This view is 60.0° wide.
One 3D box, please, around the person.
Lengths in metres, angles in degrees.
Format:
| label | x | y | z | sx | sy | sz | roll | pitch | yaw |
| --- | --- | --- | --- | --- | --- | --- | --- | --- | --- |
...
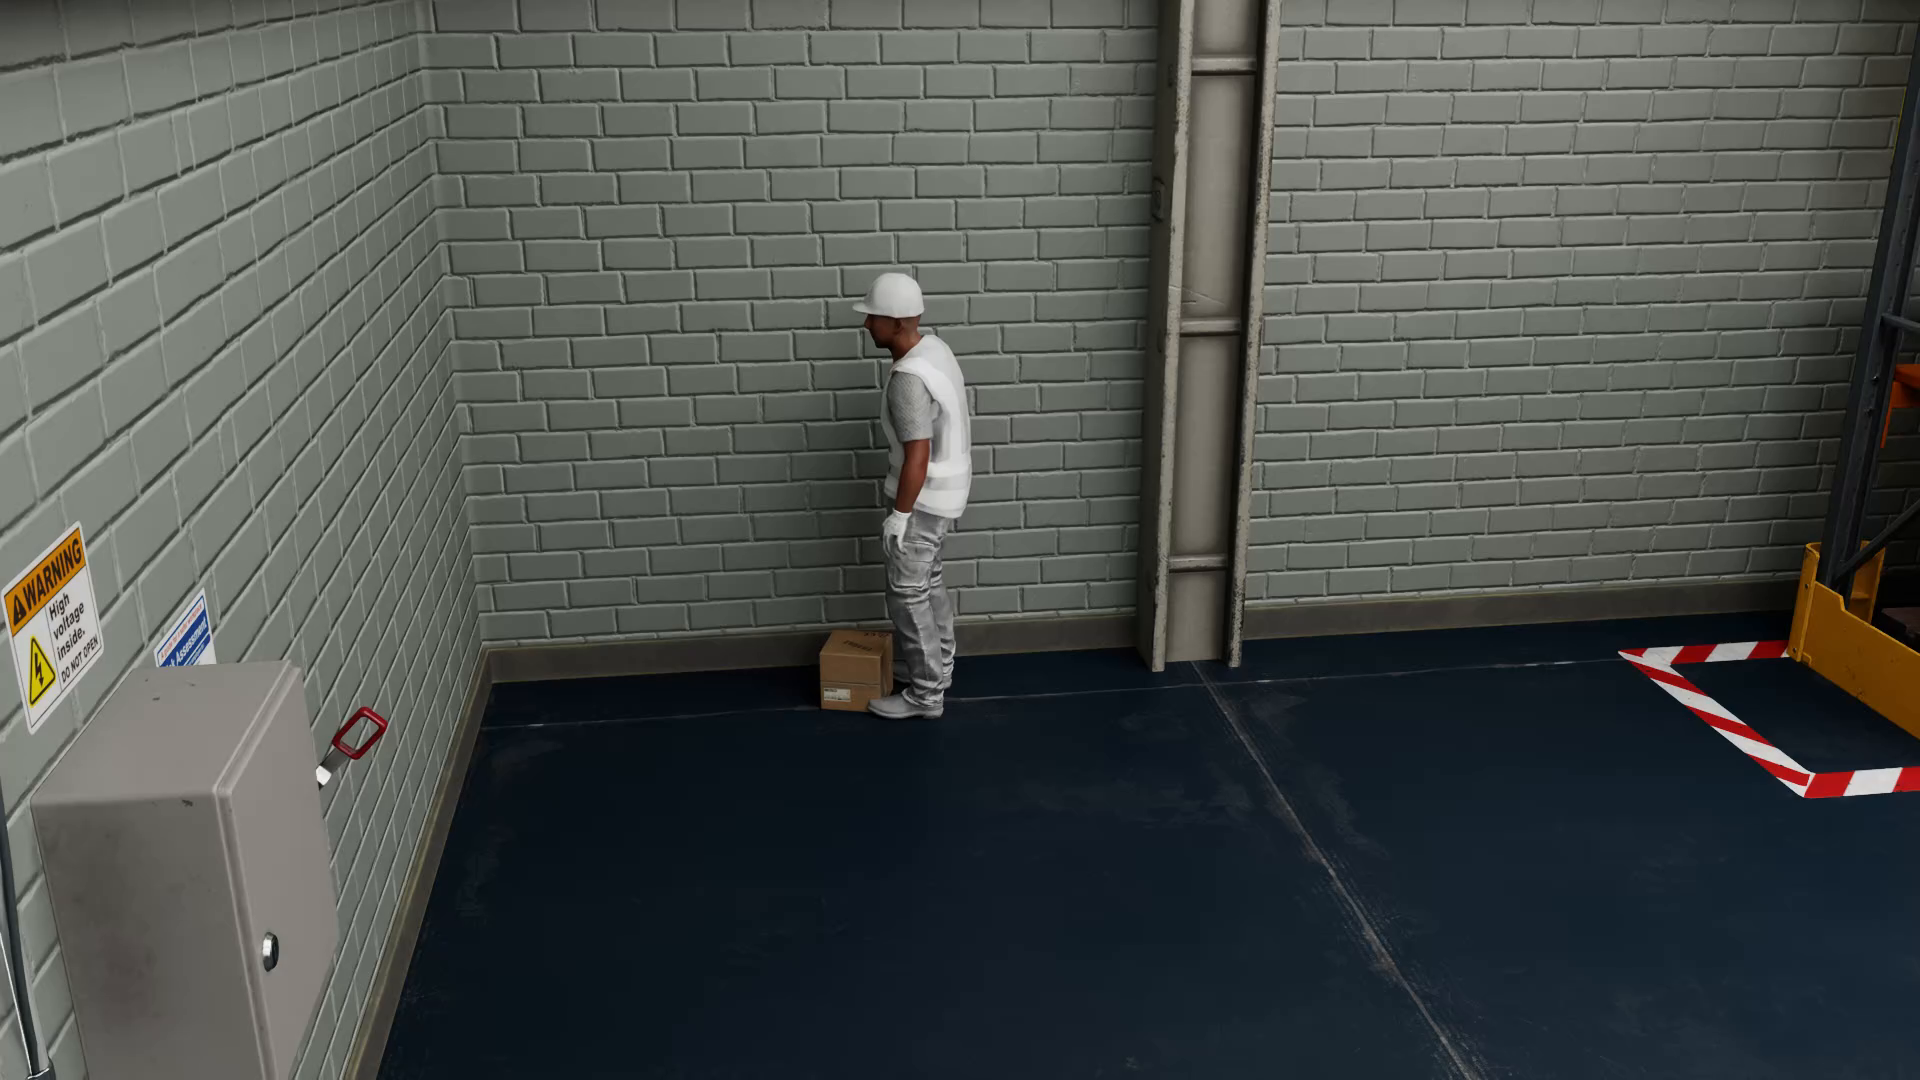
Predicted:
| label | x | y | z | sx | sy | sz | roll | pitch | yaw |
| --- | --- | --- | --- | --- | --- | --- | --- | --- | --- |
| person | -0.181 | -0.165 | 6.513 | 0.444 | 1.775 | 0.629 | 3 | 20 | 7 |
